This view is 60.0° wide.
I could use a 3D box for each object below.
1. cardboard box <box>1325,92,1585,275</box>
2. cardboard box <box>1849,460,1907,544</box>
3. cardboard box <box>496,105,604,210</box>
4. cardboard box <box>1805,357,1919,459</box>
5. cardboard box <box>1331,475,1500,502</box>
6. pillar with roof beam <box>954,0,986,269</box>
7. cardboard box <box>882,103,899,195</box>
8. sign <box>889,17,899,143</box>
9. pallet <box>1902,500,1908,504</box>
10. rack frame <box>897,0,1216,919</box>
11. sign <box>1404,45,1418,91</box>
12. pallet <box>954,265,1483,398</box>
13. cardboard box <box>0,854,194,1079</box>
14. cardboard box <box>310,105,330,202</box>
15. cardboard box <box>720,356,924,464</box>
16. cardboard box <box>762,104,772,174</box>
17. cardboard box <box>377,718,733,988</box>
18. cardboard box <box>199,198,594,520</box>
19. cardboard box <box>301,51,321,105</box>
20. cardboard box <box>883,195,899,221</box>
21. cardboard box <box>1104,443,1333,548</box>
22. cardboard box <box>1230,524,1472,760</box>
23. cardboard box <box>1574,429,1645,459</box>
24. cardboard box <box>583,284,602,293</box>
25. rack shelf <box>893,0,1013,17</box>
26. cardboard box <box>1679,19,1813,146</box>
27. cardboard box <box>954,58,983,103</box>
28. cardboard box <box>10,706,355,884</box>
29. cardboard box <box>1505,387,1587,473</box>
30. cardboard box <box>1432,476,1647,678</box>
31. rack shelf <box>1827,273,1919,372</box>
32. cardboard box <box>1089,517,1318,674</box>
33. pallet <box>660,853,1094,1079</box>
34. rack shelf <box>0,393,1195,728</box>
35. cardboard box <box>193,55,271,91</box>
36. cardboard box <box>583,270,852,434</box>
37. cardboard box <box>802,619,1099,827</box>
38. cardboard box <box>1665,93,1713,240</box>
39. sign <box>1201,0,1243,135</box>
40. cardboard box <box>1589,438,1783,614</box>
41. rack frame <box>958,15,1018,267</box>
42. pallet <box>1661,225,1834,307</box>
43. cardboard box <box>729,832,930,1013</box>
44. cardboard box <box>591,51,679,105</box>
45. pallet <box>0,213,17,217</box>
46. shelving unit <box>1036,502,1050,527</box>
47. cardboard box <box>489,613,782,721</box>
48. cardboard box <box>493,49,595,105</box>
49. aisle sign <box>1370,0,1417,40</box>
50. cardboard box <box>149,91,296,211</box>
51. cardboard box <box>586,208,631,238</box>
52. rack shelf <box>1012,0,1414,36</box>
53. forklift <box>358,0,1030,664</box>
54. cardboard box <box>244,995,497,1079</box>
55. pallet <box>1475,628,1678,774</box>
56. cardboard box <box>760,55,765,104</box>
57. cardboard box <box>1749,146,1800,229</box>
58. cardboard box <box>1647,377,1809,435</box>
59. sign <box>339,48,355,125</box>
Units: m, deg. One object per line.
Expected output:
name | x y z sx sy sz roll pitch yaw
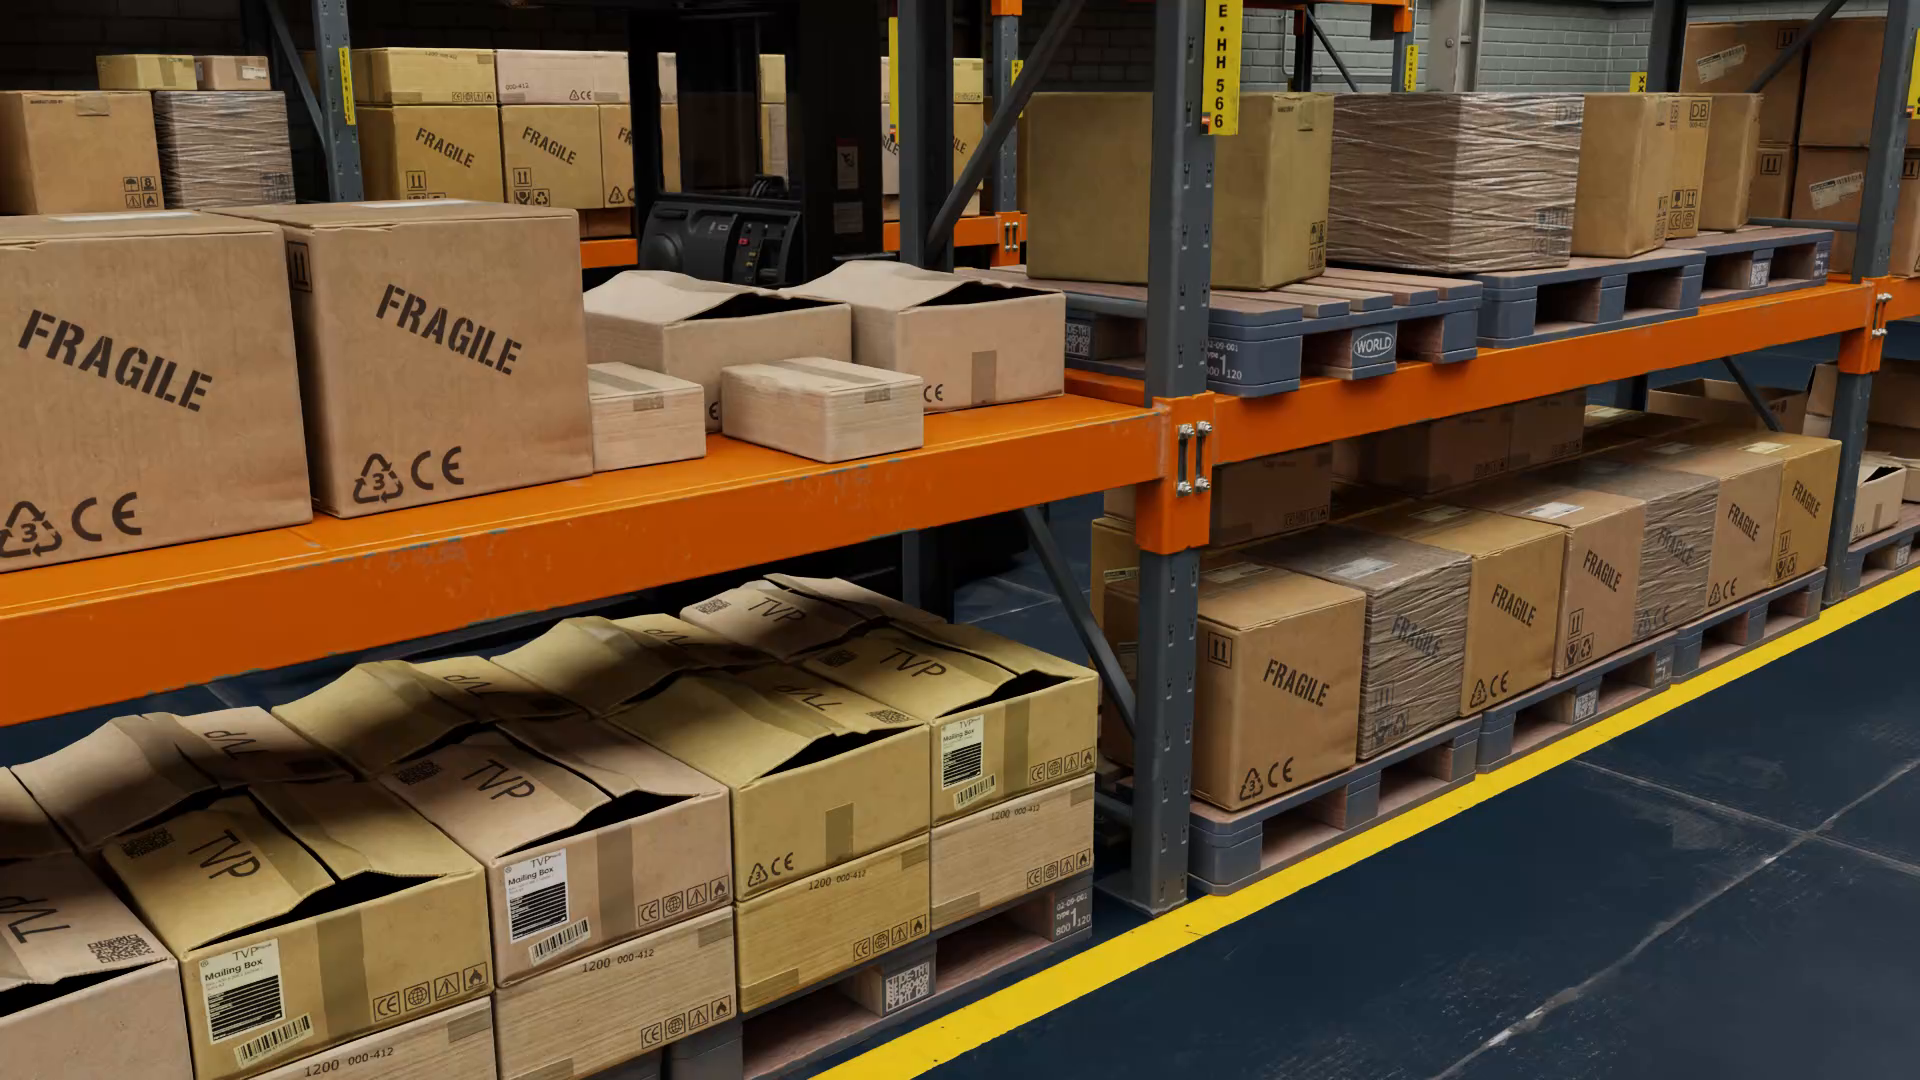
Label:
cardboard box | 1.424 -1.101 5.052 0.500 0.500 0.700 -9 17 -29
cardboard box | 3.684 -0.224 7.133 0.500 0.311 0.500 -13 19 -39
cardboard box | -2.111 -1.888 8.198 0.500 0.500 0.500 -12 19 -38
cardboard box | 4.639 -0.607 8.195 0.637 0.503 0.797 -13 19 -39
cardboard box | 1.542 0.010 5.892 0.500 0.500 0.500 -14 20 -41
pillar with roof beam | 2.757 -4.592 7.504 0.400 9.000 9.100 -13 19 -39
cardboard box | -0.590 -2.231 9.481 0.500 0.500 0.500 -12 19 -39
sign | -0.156 -1.229 4.447 0.005 0.325 0.100 -13 19 -39
pallet | 4.665 -0.258 8.306 1.213 0.211 1.003 -13 19 -39
rack frame | 0.208 -0.604 4.197 0.127 3.000 1.000 -13 19 -39
sign | 3.334 -3.488 12.294 0.005 0.325 0.100 -13 19 -39
pallet | 0.673 -0.639 4.703 1.003 0.211 1.213 -13 19 -39
cardboard box | -1.564 0.735 2.612 0.500 0.311 0.500 -14 20 -41
cardboard box | -2.864 -1.900 8.243 0.500 0.500 0.500 -12 19 -39
cardboard box | -0.289 -0.276 3.458 0.250 0.149 0.380 -13 19 -39
cardboard box | -1.348 -2.062 8.848 0.500 0.500 0.500 -12 19 -38
cardboard box | -0.796 0.562 3.261 0.500 0.311 0.500 -13 20 -40
cardboard box | -1.047 -0.364 3.108 0.500 0.500 0.500 -14 20 -42
cardboard box | -2.875 -2.259 8.131 0.500 0.250 0.500 -12 19 -38
cardboard box | -0.498 -1.938 9.642 0.250 0.149 0.380 -12 19 -38
cardboard box | 0.799 -0.185 5.169 0.500 0.250 0.500 -12 19 -37
cardboard box | 1.130 0.280 4.879 0.500 0.500 0.500 -14 20 -41
cardboard box | 2.305 -0.159 6.524 0.500 0.500 0.500 -12 19 -39
cardboard box | -1.741 -0.978 8.950 0.750 0.750 0.750 -13 20 -40
rack shelf | -1.538 -3.008 8.779 4.000 0.370 1.077 -13 19 -39
cardboard box | 3.437 -1.949 7.101 0.500 0.500 0.500 -13 19 -39
cardboard box | -0.214 -2.680 9.709 0.500 0.250 0.500 -12 19 -38
cardboard box | -1.544 0.546 3.320 0.500 0.311 0.500 -13 20 -40
cardboard box | 1.946 -0.444 6.140 0.500 0.250 0.500 -13 19 -39
cardboard box | 1.902 0.107 5.529 0.500 0.500 0.500 -14 20 -41
rack shelf | 4.734 -1.272 8.095 4.000 0.370 1.077 -13 19 -39
cardboard box | 0.759 0.187 5.227 0.500 0.500 0.500 -12 19 -37
pallet | -0.439 0.876 4.063 1.213 0.211 1.003 -13 19 -39
rack shelf | -1.301 0.083 3.021 4.000 0.370 1.077 -13 19 -39
cardboard box | -3.287 -2.077 7.411 0.380 0.149 0.250 13 20 40
cardboard box | -0.594 -0.447 3.782 0.500 0.311 0.500 -13 20 -40
cardboard box | -0.026 0.388 3.914 0.500 0.311 0.500 -12 19 -38
cardboard box | 2.244 -1.367 6.047 0.500 0.500 0.700 -9 17 -31
sign | 0.575 -1.055 3.645 0.005 0.325 0.100 -13 19 -39
cardboard box | 2.663 -0.065 6.170 0.500 0.500 0.500 -13 19 -39
rack frame | -0.029 -2.245 10.342 0.127 3.000 1.000 -13 19 -39
pallet | 2.551 -1.074 6.331 1.213 0.211 1.003 -13 19 -39
cardboard box | -0.415 0.747 3.657 0.500 0.250 0.500 -13 20 -40
cardboard box | -1.756 -2.335 8.416 0.500 0.250 0.500 -12 19 -39
pallet | -3.514 -1.333 7.300 1.003 0.211 1.213 -13 19 -39
shelving unit | 0.166 -0.622 7.753 0.503 1.200 0.258 -14 21 -43
cardboard box | -0.771 0.373 3.968 0.500 0.311 0.500 -13 20 -41
cardboard box | -2.130 -2.249 8.096 0.500 0.250 0.500 -13 20 -40
aisle sign | 3.239 -4.132 12.370 0.004 0.787 0.394 -13 19 -39
cardboard box | -3.395 -1.747 7.430 0.700 0.500 0.500 13 20 40
cardboard box | -1.896 -1.648 8.556 0.250 0.149 0.380 -12 19 -38
rack shelf | 1.479 -3.685 11.316 4.000 0.370 1.077 -13 19 -39
forklift | -1.088 -1.134 6.317 1.130 2.935 3.031 14 21 43
cardboard box | -1.183 0.919 3.012 0.500 0.250 0.500 -12 19 -38
pallet | 1.716 0.419 5.773 1.213 0.211 1.003 -13 19 -39
cardboard box | -1.375 -2.422 8.744 0.500 0.250 0.500 -13 20 -40
cardboard box | 3.434 -1.464 7.225 0.500 0.500 0.500 -12 19 -38
cardboard box | 3.469 -0.438 7.568 0.500 0.500 0.500 -13 19 -39
sign | -2.683 -1.984 7.276 0.005 0.325 0.100 -13 19 -39
